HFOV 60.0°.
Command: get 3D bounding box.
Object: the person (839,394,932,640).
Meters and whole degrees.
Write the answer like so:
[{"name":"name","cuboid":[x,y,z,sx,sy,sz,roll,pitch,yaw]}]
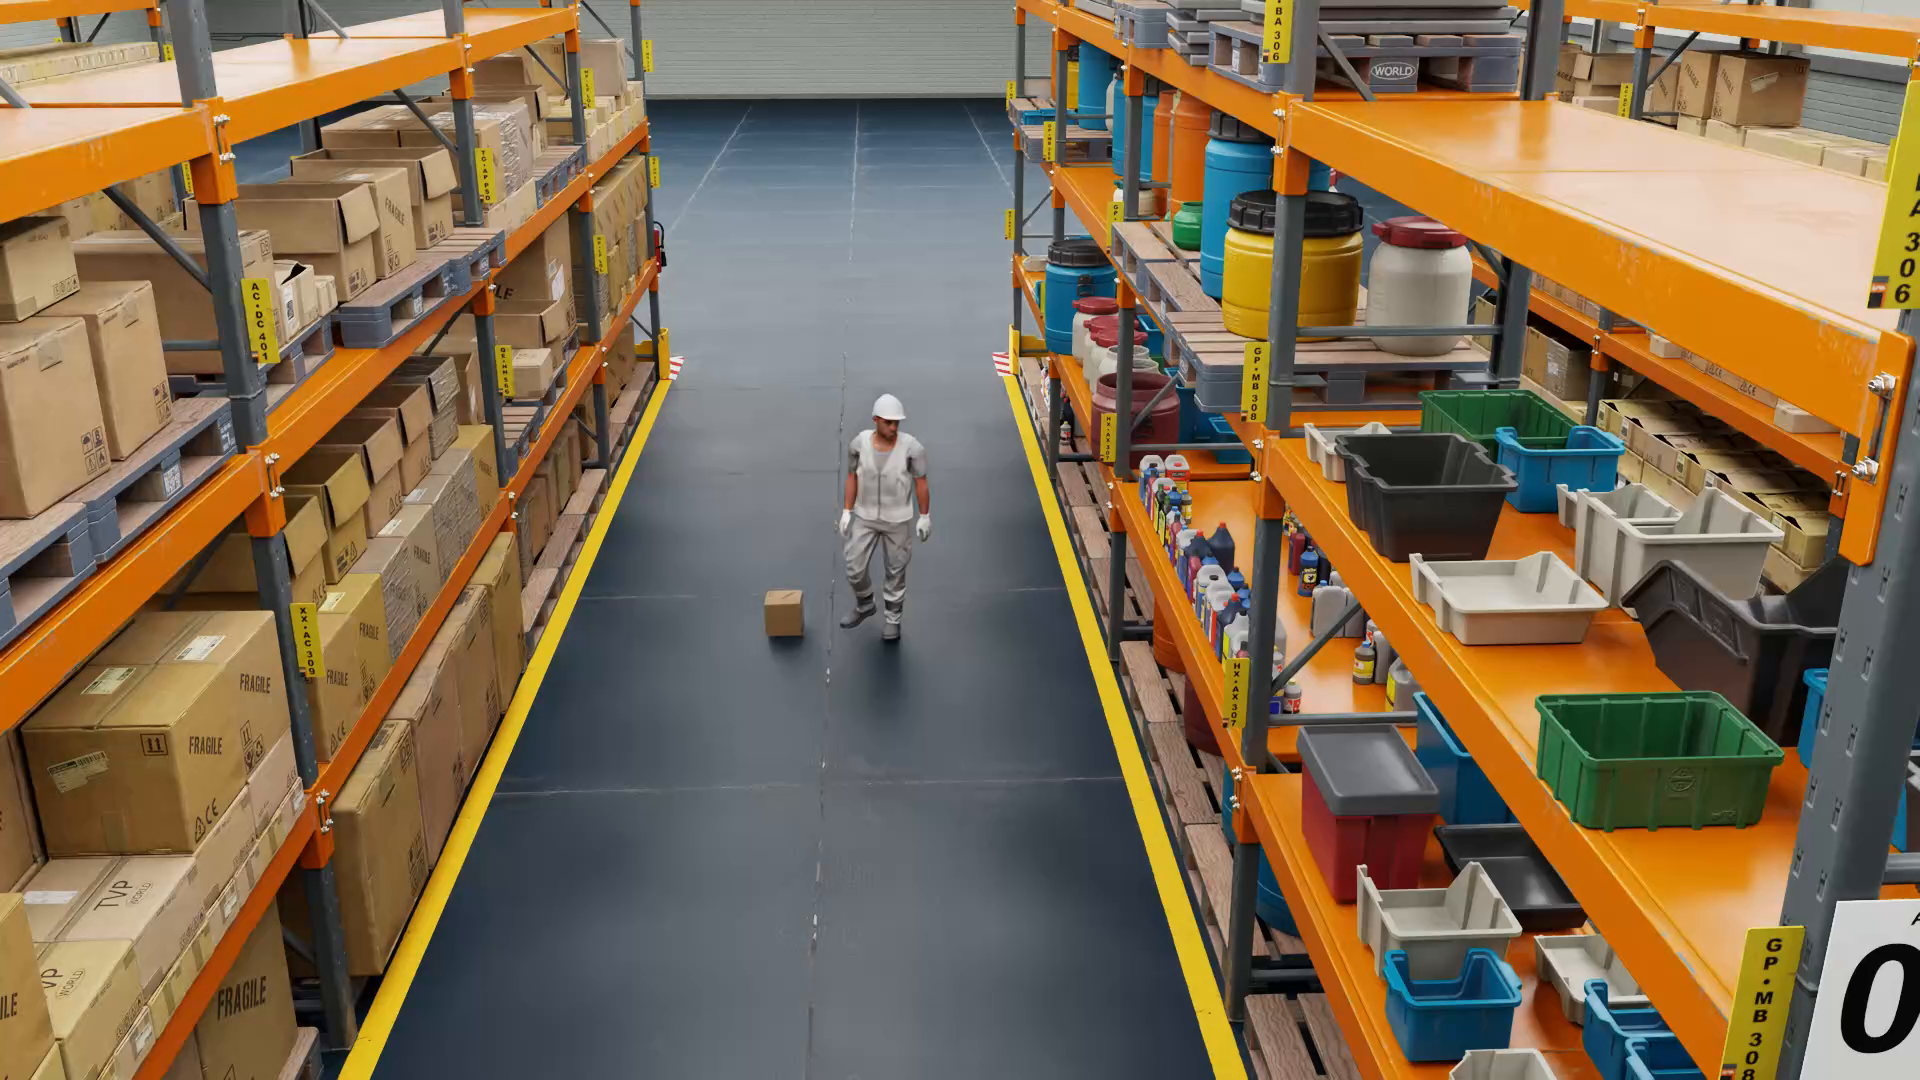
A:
[{"name":"person","cuboid":[-0.533,-0.150,11.398,0.672,1.772,0.436,3,20,8]}]
